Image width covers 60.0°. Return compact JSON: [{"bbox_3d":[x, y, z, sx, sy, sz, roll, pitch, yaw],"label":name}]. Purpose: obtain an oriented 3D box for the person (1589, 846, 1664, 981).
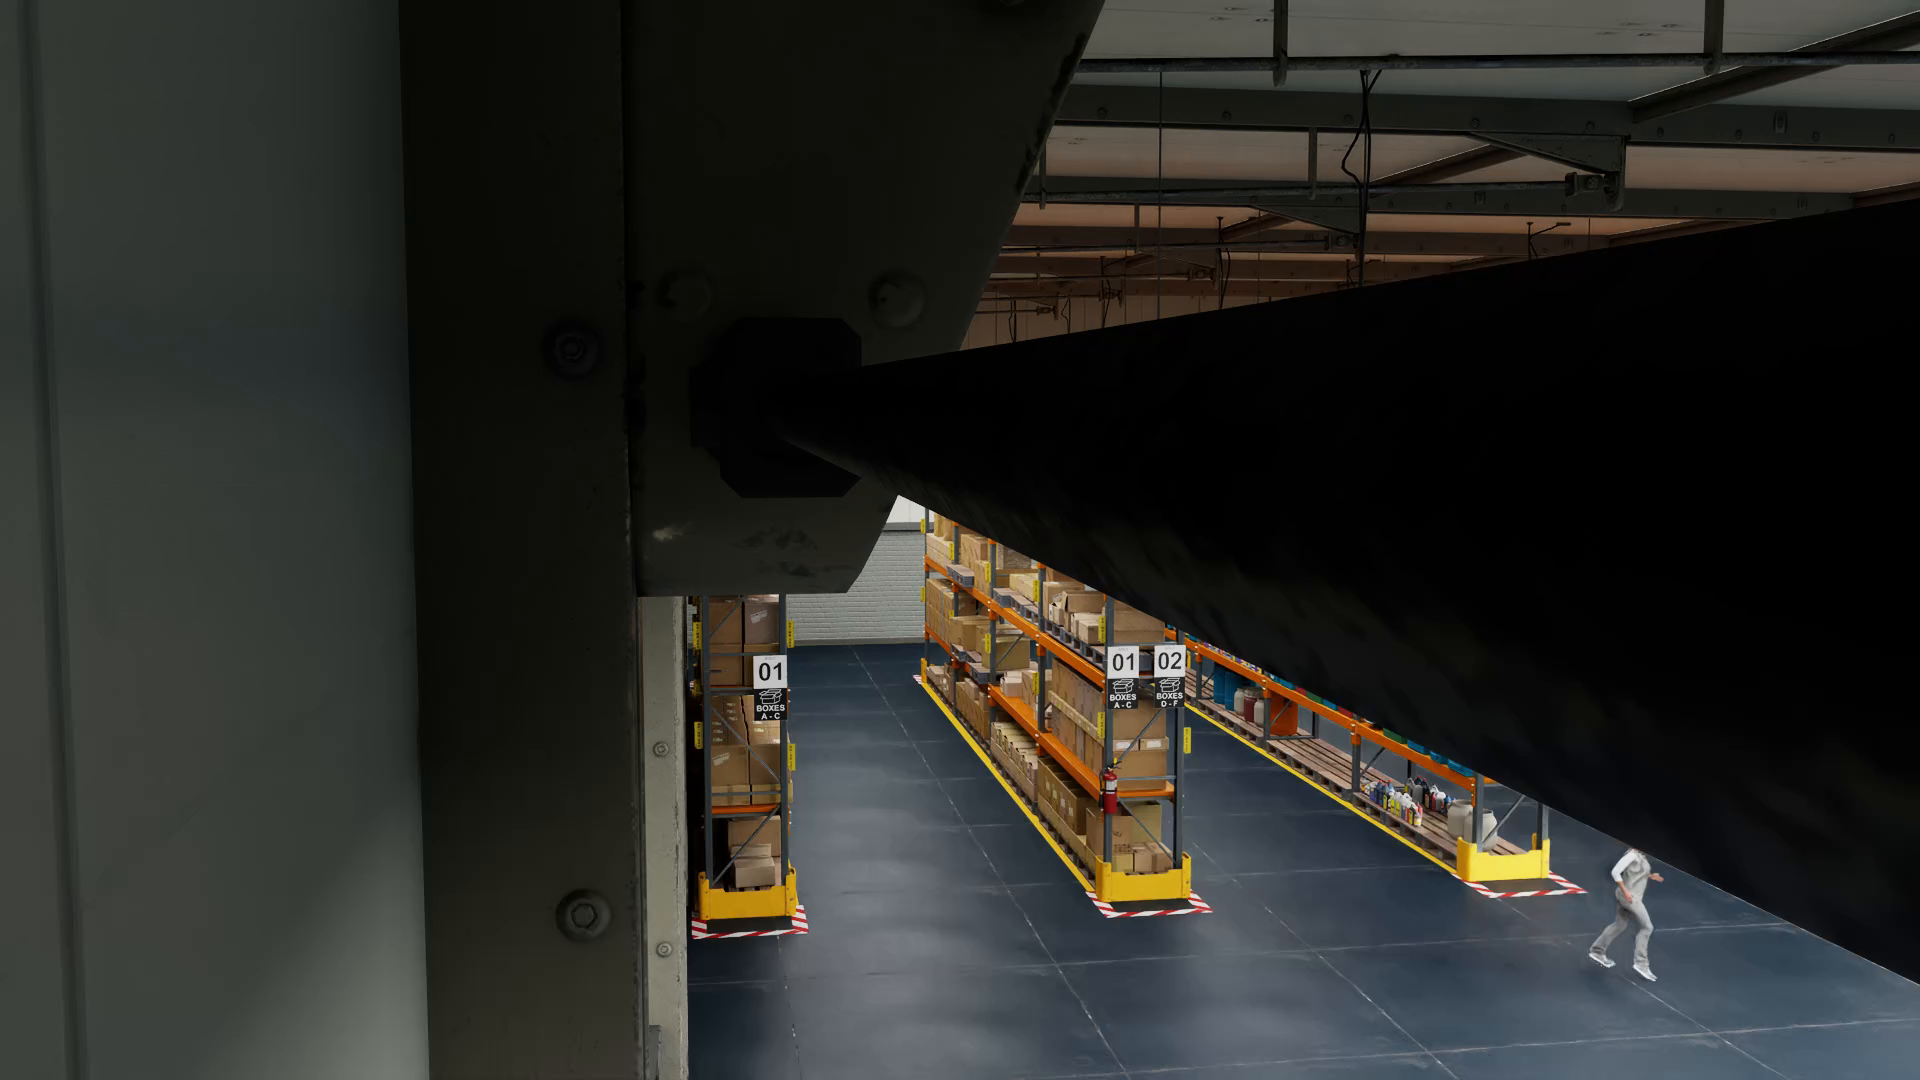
[{"bbox_3d":[7.267,3.937,18.123,0.730,1.637,0.530,2,5,18],"label":"person"}]
